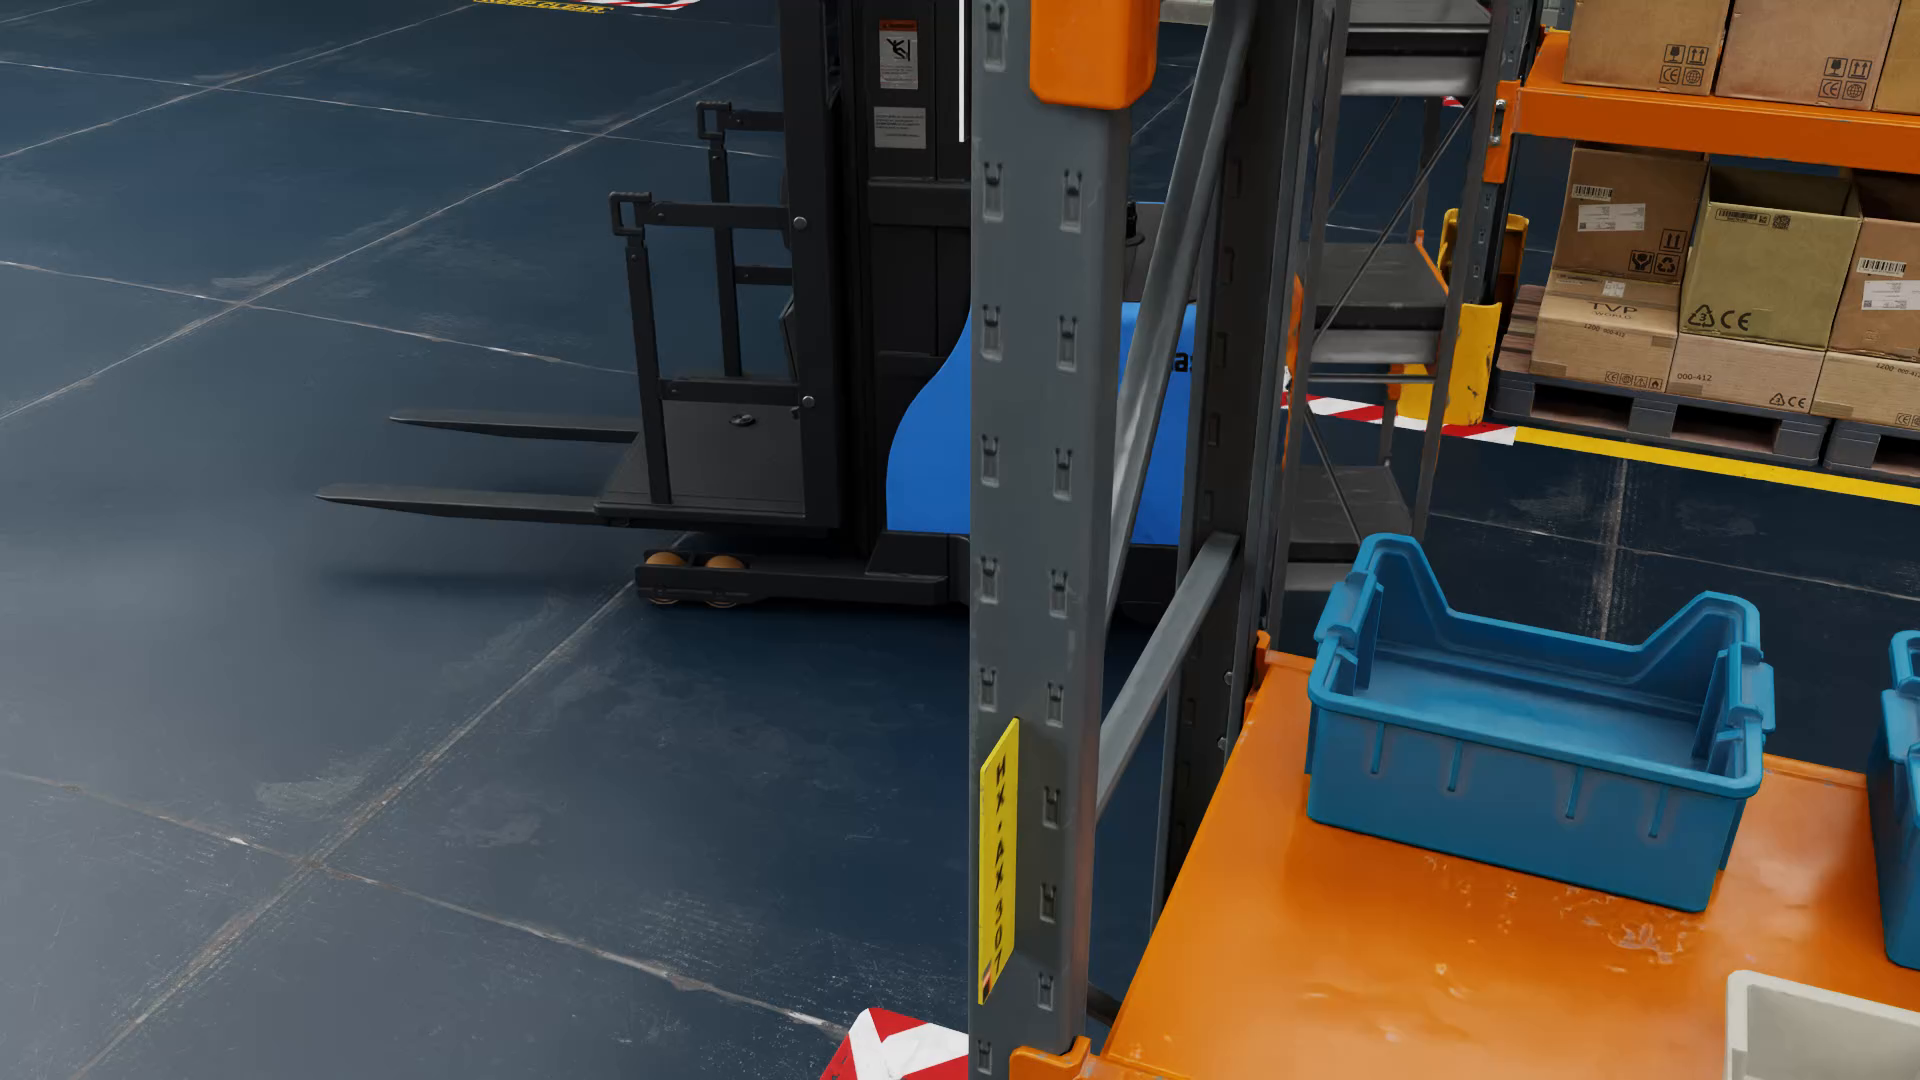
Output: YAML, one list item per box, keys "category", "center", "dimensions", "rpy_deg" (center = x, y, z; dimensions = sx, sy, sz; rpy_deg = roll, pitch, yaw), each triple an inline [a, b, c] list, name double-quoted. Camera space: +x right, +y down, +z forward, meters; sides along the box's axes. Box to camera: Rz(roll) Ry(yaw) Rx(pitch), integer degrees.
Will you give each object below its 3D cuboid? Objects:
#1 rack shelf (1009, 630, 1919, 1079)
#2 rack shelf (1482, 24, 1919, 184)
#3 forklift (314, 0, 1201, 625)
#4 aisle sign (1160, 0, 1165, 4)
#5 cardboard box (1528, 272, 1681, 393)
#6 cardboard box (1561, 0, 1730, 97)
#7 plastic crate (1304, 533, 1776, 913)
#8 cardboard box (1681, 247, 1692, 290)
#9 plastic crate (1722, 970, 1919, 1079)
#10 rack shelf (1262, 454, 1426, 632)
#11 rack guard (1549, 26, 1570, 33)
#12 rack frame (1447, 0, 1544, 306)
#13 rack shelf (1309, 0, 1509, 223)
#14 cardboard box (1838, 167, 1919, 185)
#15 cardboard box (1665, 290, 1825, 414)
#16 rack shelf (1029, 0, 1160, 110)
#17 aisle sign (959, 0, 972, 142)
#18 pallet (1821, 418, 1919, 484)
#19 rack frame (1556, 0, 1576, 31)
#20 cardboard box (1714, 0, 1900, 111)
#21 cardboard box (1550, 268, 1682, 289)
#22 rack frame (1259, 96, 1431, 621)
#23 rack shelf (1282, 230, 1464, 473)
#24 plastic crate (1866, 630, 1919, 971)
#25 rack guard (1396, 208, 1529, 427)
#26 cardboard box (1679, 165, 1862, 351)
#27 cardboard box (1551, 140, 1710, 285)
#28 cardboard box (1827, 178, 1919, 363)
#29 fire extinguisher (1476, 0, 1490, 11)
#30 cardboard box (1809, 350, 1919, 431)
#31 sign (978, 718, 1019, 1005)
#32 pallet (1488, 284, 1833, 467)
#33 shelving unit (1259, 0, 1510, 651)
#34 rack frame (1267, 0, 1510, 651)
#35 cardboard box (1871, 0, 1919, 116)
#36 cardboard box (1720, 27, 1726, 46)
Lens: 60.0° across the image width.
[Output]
- category: "rack shelf"
  center: [2.105, 0.905, 1.832]
  dimensions: [4.000, 0.370, 1.077]
  rpy_deg: [11, 31, 19]
- category: "rack shelf"
  center: [3.971, -1.353, 5.826]
  dimensions: [4.000, 0.370, 1.077]
  rpy_deg: [11, 31, 19]
- category: "forklift"
  center: [-0.620, -1.310, 5.090]
  dimensions: [3.031, 2.935, 1.130]
  rpy_deg: [3, 30, 6]
- category: "aisle sign"
  center: [0.297, -1.059, 1.933]
  dimensions: [0.004, 0.787, 0.394]
  rpy_deg: [11, 31, 19]
- category: "cardboard box"
  center: [2.531, -0.821, 6.522]
  dimensions: [0.500, 0.250, 0.500]
  rpy_deg: [11, 31, 19]
- category: "cardboard box"
  center: [2.546, -1.987, 6.116]
  dimensions: [0.500, 0.500, 0.700]
  rpy_deg: [11, 31, 19]
- category: "plastic crate"
  center: [0.828, 0.243, 2.423]
  dimensions: [0.616, 0.251, 0.499]
  rpy_deg: [11, 31, 19]
- category: "cardboard box"
  center: [3.194, -0.970, 6.786]
  dimensions: [0.500, 0.250, 0.500]
  rpy_deg: [11, 31, 19]
- category: "plastic crate"
  center: [0.960, 0.649, 1.822]
  dimensions: [0.250, 0.136, 0.298]
  rpy_deg: [11, 31, 19]
- category: "rack shelf"
  center: [1.084, 0.082, 4.919]
  dimensions: [0.431, 0.518, 0.480]
  rpy_deg: [1, 30, 1]
- category: "rack guard"
  center: [4.047, -3.193, 10.891]
  dimensions: [0.348, 0.500, 1.175]
  rpy_deg: [11, 31, 19]
- category: "rack frame"
  center: [2.118, -2.036, 6.304]
  dimensions: [0.127, 3.000, 1.000]
  rpy_deg: [11, 31, 19]
- category: "rack shelf"
  center: [1.086, -1.135, 4.229]
  dimensions: [0.431, 0.518, 0.480]
  rpy_deg: [1, 30, 1]
- category: "cardboard box"
  center: [3.659, -1.207, 6.442]
  dimensions: [0.500, 0.500, 0.500]
  rpy_deg: [11, 31, 19]
- category: "cardboard box"
  center: [2.996, -0.730, 6.362]
  dimensions: [0.500, 0.250, 0.500]
  rpy_deg: [11, 31, 19]
- category: "rack shelf"
  center: [2.105, -0.401, 1.094]
  dimensions: [4.000, 0.370, 1.077]
  rpy_deg: [11, 31, 19]
- category: "aisle sign"
  center: [0.075, -0.790, 1.457]
  dimensions: [0.004, 0.787, 0.394]
  rpy_deg: [11, 31, 19]
- category: "pallet"
  center: [3.969, -0.473, 6.373]
  dimensions: [1.213, 0.211, 1.003]
  rpy_deg: [11, 31, 19]
- category: "rack frame"
  center: [3.977, -4.295, 10.301]
  dimensions: [0.127, 3.000, 1.000]
  rpy_deg: [11, 31, 19]
- category: "cardboard box"
  center: [3.034, -1.892, 5.948]
  dimensions: [0.500, 0.500, 0.700]
  rpy_deg: [12, 32, 20]
- category: "cardboard box"
  center: [2.726, -1.057, 6.940]
  dimensions: [0.500, 0.250, 0.500]
  rpy_deg: [11, 31, 19]
- category: "rack frame"
  center: [1.092, -0.659, 4.779]
  dimensions: [0.400, 2.100, 0.015]
  rpy_deg: [1, 30, 1]
- category: "rack shelf"
  center: [1.085, -0.527, 4.574]
  dimensions: [0.431, 0.518, 0.480]
  rpy_deg: [1, 30, 1]
- category: "plastic crate"
  center: [1.428, 0.365, 2.206]
  dimensions: [0.408, 0.251, 0.499]
  rpy_deg: [11, 31, 19]
- category: "rack guard"
  center: [2.096, -0.952, 6.927]
  dimensions: [0.348, 0.500, 1.175]
  rpy_deg: [11, 31, 19]
- category: "cardboard box"
  center: [2.995, -1.056, 6.176]
  dimensions: [0.500, 0.500, 0.500]
  rpy_deg: [11, 31, 19]
- category: "cardboard box"
  center: [2.727, -1.385, 6.757]
  dimensions: [0.500, 0.500, 0.500]
  rpy_deg: [11, 31, 19]
- category: "cardboard box"
  center: [3.463, -0.969, 6.022]
  dimensions: [0.500, 0.500, 0.500]
  rpy_deg: [11, 31, 19]
- category: "fire extinguisher"
  center: [2.183, -2.236, 6.736]
  dimensions: [0.183, 0.674, 0.296]
  rpy_deg: [11, 31, 19]
- category: "cardboard box"
  center: [3.459, -0.638, 6.197]
  dimensions: [0.500, 0.250, 0.500]
  rpy_deg: [11, 31, 19]
- category: "sign"
  center: [0.041, 0.351, 1.799]
  dimensions: [0.005, 0.325, 0.100]
  rpy_deg: [11, 31, 19]
- category: "pallet"
  center: [2.842, -0.700, 6.774]
  dimensions: [1.213, 0.211, 1.003]
  rpy_deg: [11, 31, 19]
- category: "shelving unit"
  center: [1.085, -0.538, 4.567]
  dimensions: [0.431, 2.100, 0.503]
  rpy_deg: [1, 30, 1]
- category: "rack frame"
  center: [1.078, -0.418, 4.355]
  dimensions: [0.400, 2.100, 0.015]
  rpy_deg: [1, 30, 1]
- category: "cardboard box"
  center: [3.492, -1.798, 5.781]
  dimensions: [0.500, 0.500, 0.700]
  rpy_deg: [12, 31, 19]
- category: "cardboard box"
  center: [4.584, -3.147, 10.556]
  dimensions: [0.500, 0.311, 0.500]
  rpy_deg: [8, 30, 13]
